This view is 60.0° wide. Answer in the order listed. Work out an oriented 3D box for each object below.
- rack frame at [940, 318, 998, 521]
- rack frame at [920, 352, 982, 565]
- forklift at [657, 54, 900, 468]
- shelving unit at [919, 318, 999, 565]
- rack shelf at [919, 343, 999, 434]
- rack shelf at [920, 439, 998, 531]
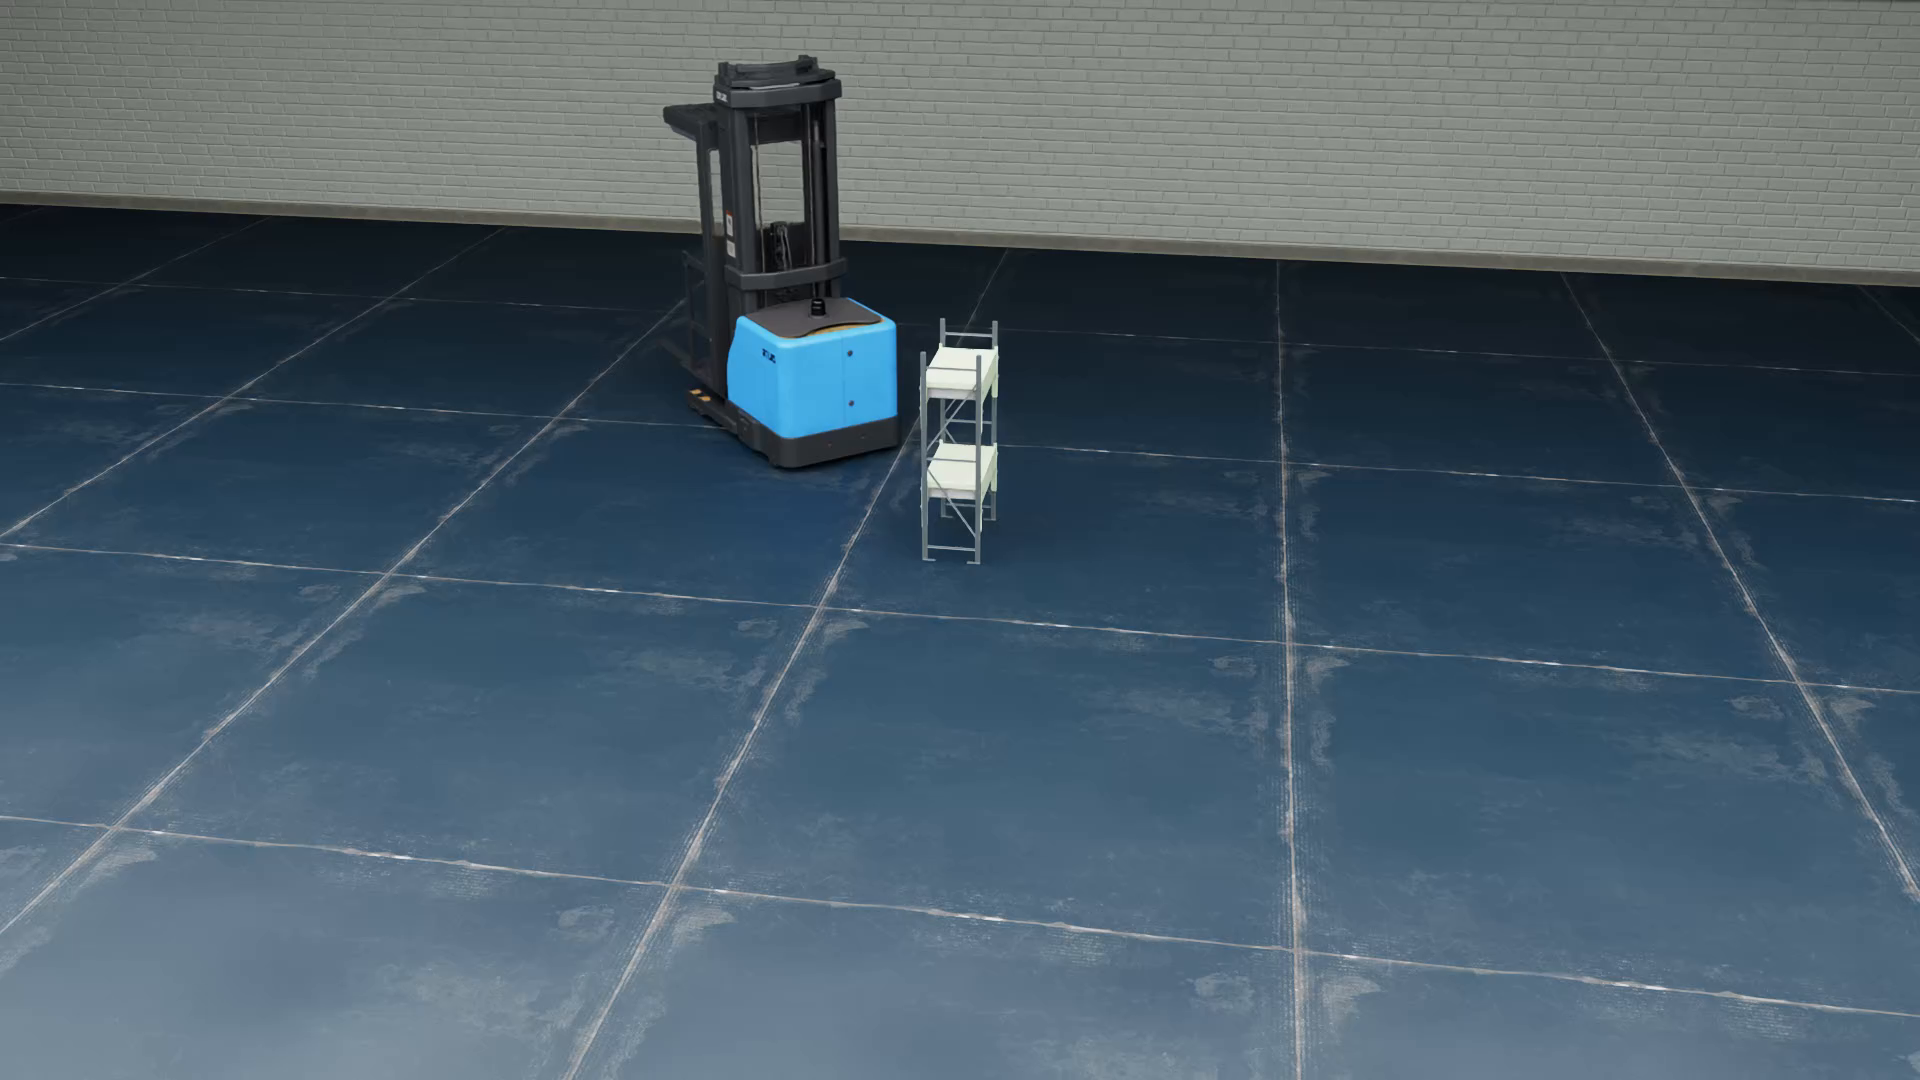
[{"bbox_3d":[0.061,-0.835,11.765,0.400,1.500,0.023,4,25,9],"label":"rack frame"},{"bbox_3d":[-0.059,-0.529,11.111,0.400,1.500,0.023,4,25,9],"label":"rack frame"},{"bbox_3d":[-1.674,-2.461,13.551,1.130,2.935,3.031,-15,29,-28],"label":"forklift"},{"bbox_3d":[0.001,-0.682,11.438,0.431,1.500,0.755,4,25,9],"label":"shelving unit"},{"bbox_3d":[0.001,-1.036,11.273,0.431,0.370,0.720,4,25,9],"label":"rack shelf"},{"bbox_3d":[0.001,-0.387,11.576,0.431,0.370,0.720,4,25,9],"label":"rack shelf"}]
